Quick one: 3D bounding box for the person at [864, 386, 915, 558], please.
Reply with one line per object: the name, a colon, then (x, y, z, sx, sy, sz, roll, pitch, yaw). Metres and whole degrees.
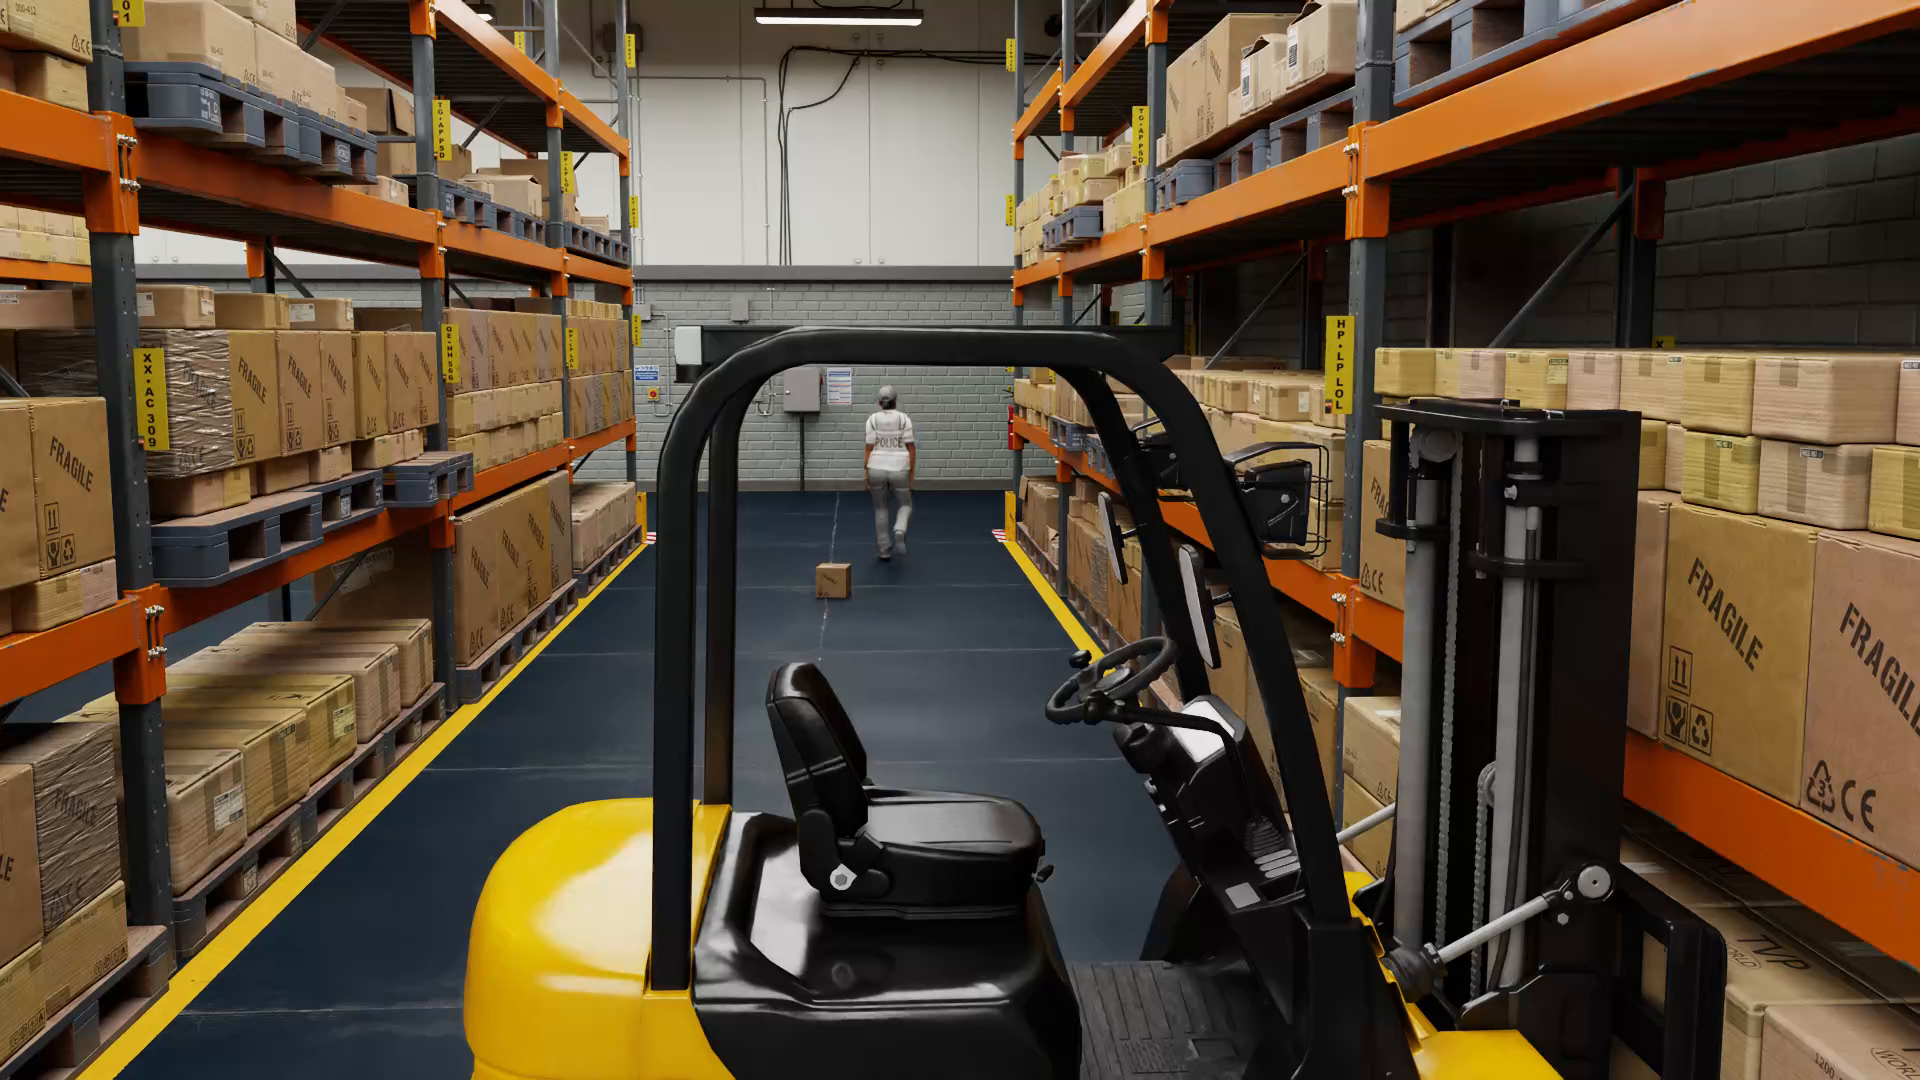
person: (-0.666, -0.635, 15.787, 0.488, 1.647, 0.608, 0, 7, 1)
